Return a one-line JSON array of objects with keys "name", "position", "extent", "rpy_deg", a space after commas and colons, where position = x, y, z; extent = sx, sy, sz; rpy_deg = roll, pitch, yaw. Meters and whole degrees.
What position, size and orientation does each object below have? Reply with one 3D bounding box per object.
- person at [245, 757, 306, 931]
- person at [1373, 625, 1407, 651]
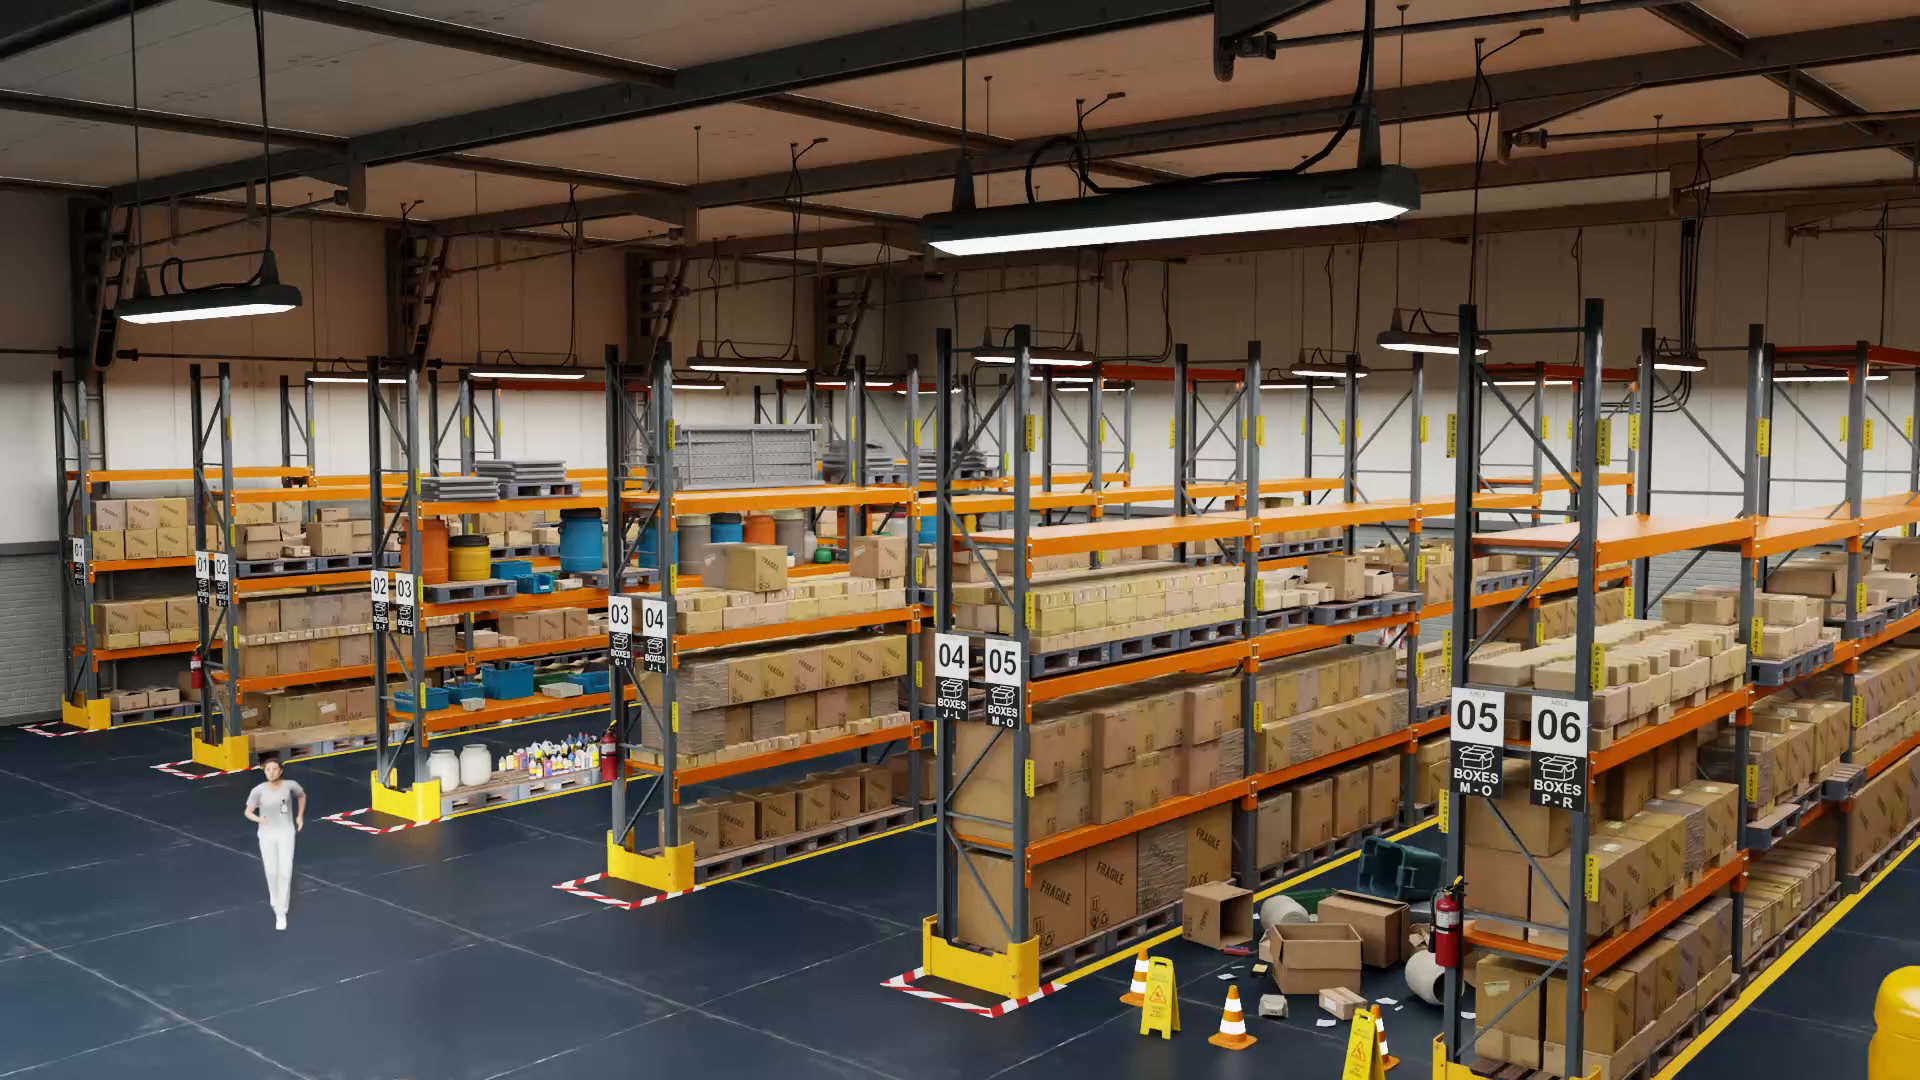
[{"name": "person", "position": [-7.073, 3.086, 17.197], "extent": [0.576, 1.695, 0.920], "rpy_deg": [-1, 4, -18]}, {"name": "person", "position": [7.479, 2.163, 28.788], "extent": [0.683, 1.794, 0.976], "rpy_deg": [2, 5, 30]}]
